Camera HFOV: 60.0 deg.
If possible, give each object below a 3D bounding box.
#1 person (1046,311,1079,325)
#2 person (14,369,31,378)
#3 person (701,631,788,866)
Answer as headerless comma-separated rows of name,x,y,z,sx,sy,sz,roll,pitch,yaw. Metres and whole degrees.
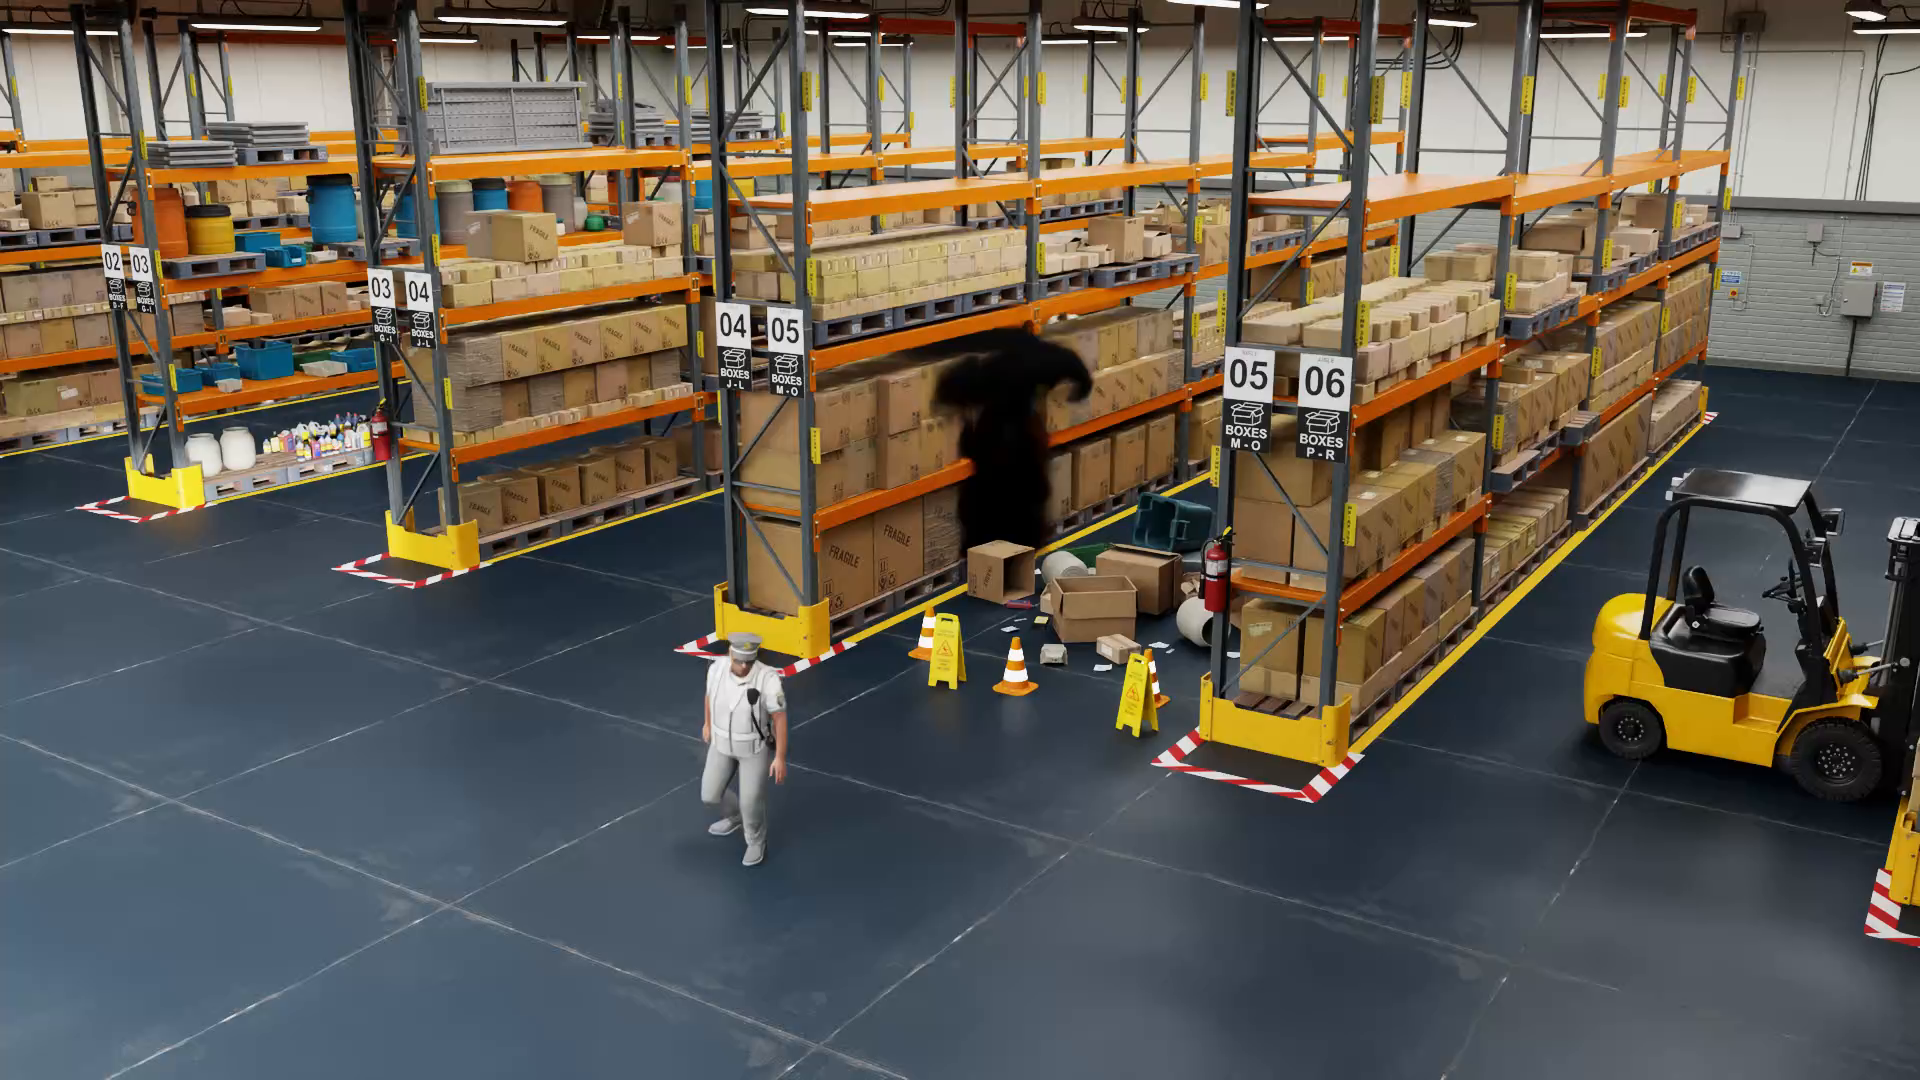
person,1.653,-2.980,26.624,0.658,1.784,0.796,10,18,32
person,-14.816,-2.843,26.343,0.548,1.723,0.843,8,17,26
person,-1.449,1.376,11.159,0.712,1.683,0.622,4,16,15
